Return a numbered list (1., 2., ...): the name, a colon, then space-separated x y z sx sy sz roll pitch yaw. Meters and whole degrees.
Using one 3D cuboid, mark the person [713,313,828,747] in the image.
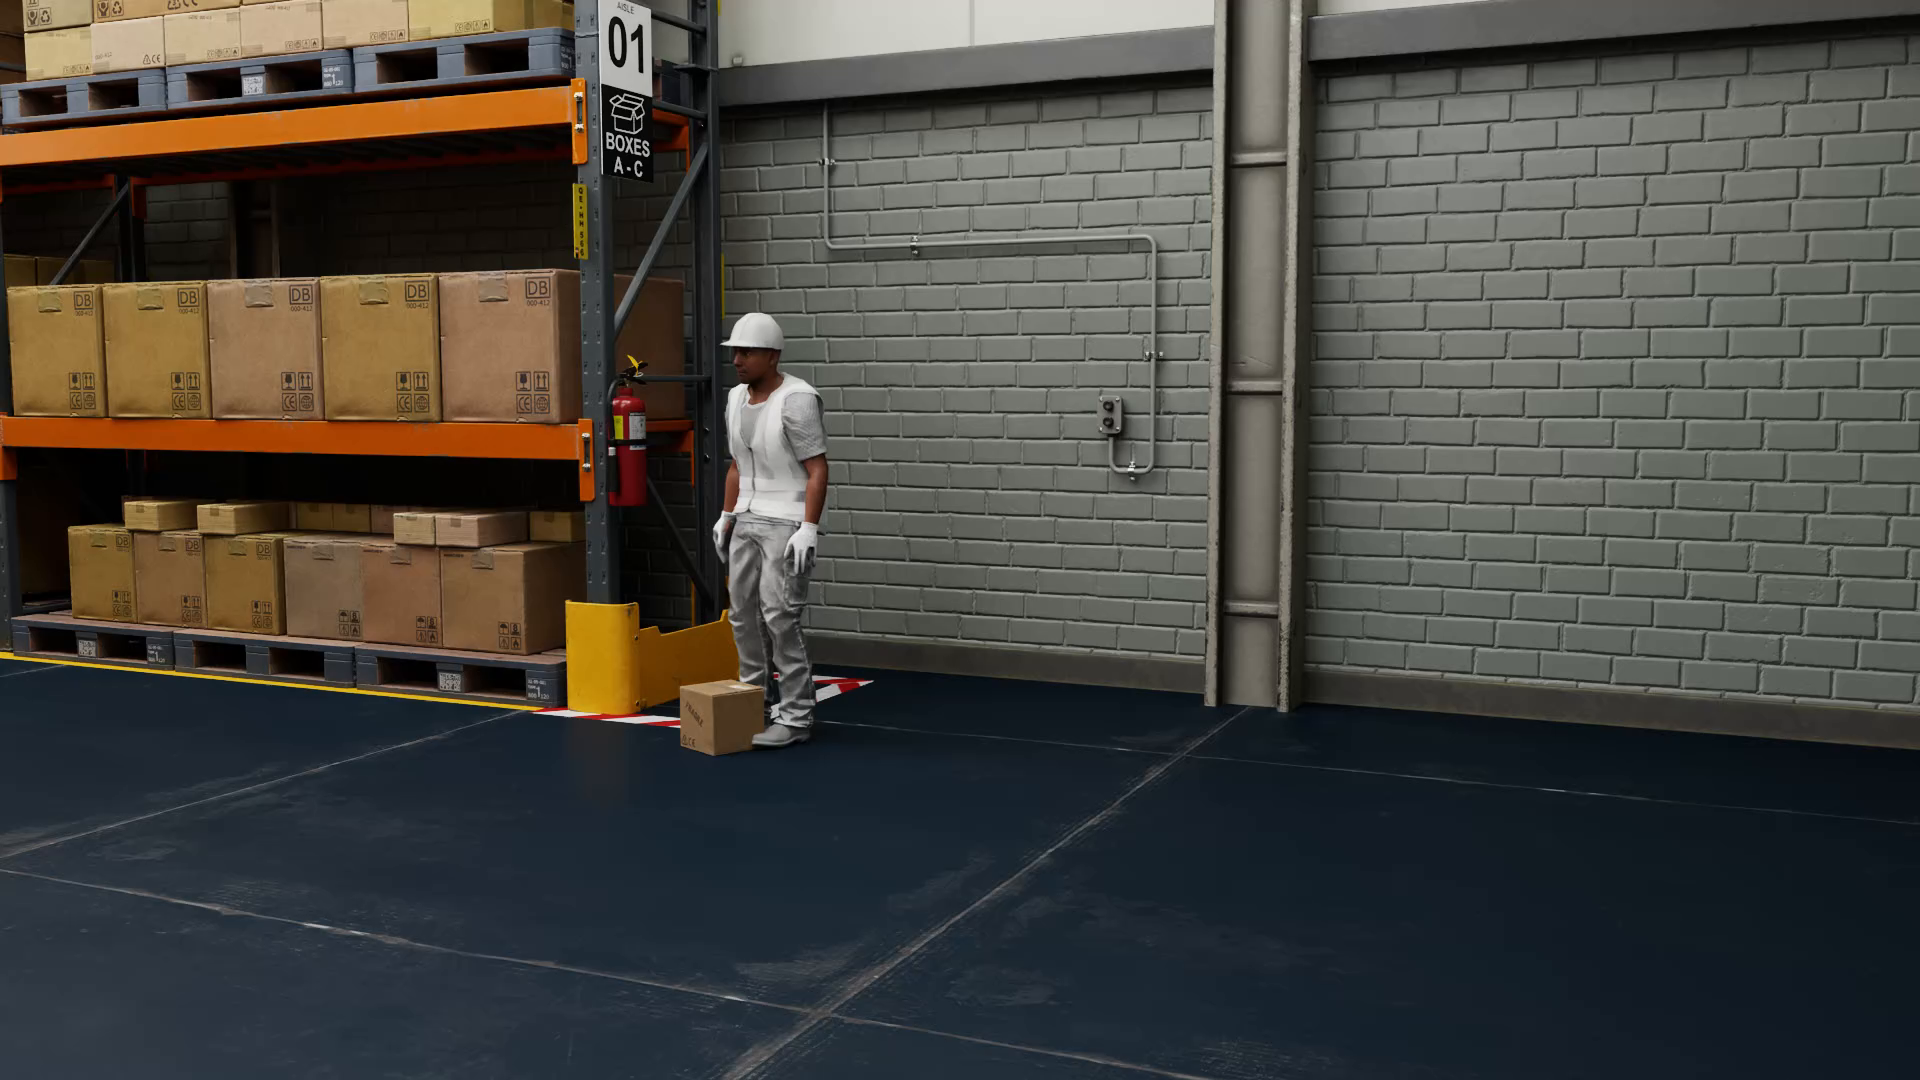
1. person: -0.795 -0.045 6.892 0.452 1.773 0.625 -5 7 -42
